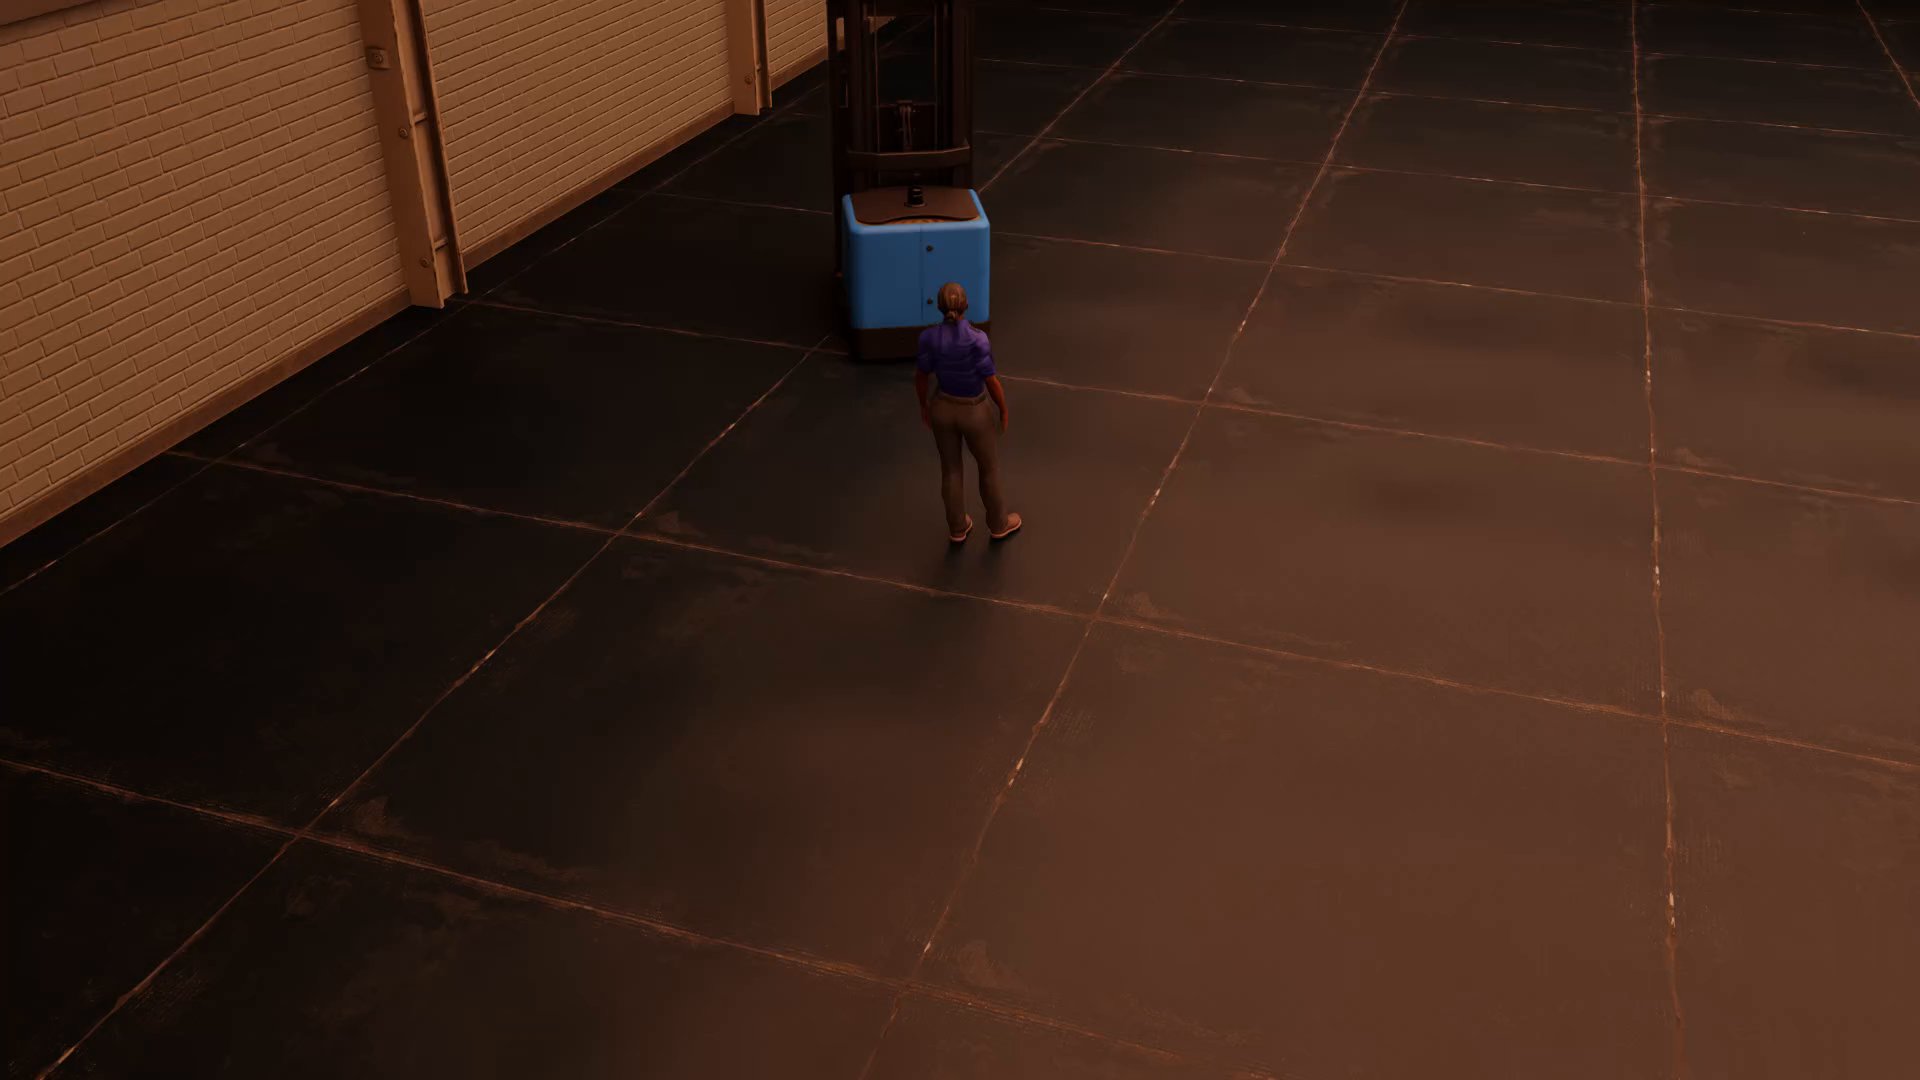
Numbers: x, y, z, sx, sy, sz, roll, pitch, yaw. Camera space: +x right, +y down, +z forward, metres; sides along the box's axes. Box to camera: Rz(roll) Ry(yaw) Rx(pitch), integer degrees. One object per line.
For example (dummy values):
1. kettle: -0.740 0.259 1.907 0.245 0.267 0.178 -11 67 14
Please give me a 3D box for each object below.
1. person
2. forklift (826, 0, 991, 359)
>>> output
1. person: 0.047 -0.763 9.750 0.570 1.656 0.503 10 31 16
2. forklift: -0.477 -3.318 12.956 1.130 2.935 3.031 -4 30 -7
